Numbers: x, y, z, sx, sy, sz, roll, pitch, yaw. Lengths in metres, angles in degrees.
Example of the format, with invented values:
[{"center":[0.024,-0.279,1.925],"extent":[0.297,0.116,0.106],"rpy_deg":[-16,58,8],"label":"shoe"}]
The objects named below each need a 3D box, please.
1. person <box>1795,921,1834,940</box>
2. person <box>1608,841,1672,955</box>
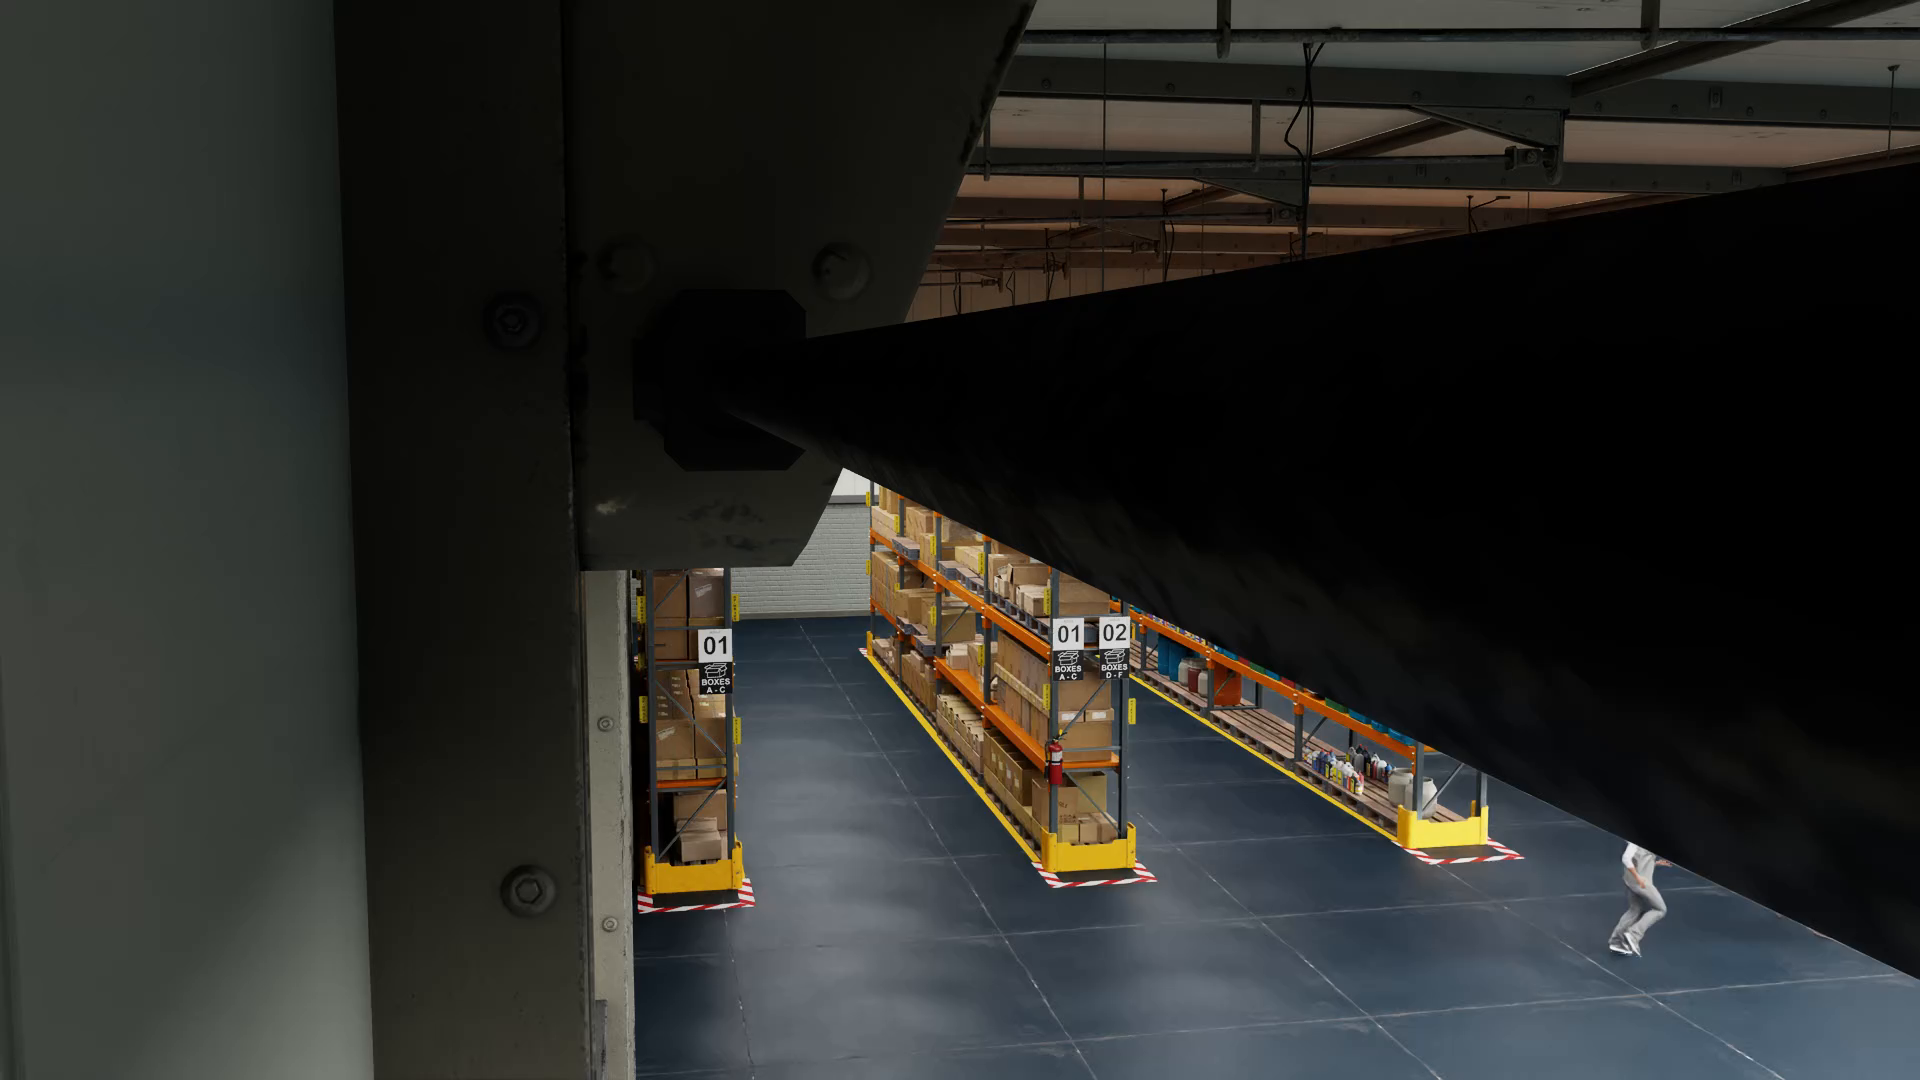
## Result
[{"center":[9.505,3.621,18.428],"extent":[0.586,1.622,0.575],"rpy_deg":[2,6,14],"label":"person"},{"center":[7.311,3.689,17.818],"extent":[0.610,1.542,0.513],"rpy_deg":[1,6,7],"label":"person"}]
